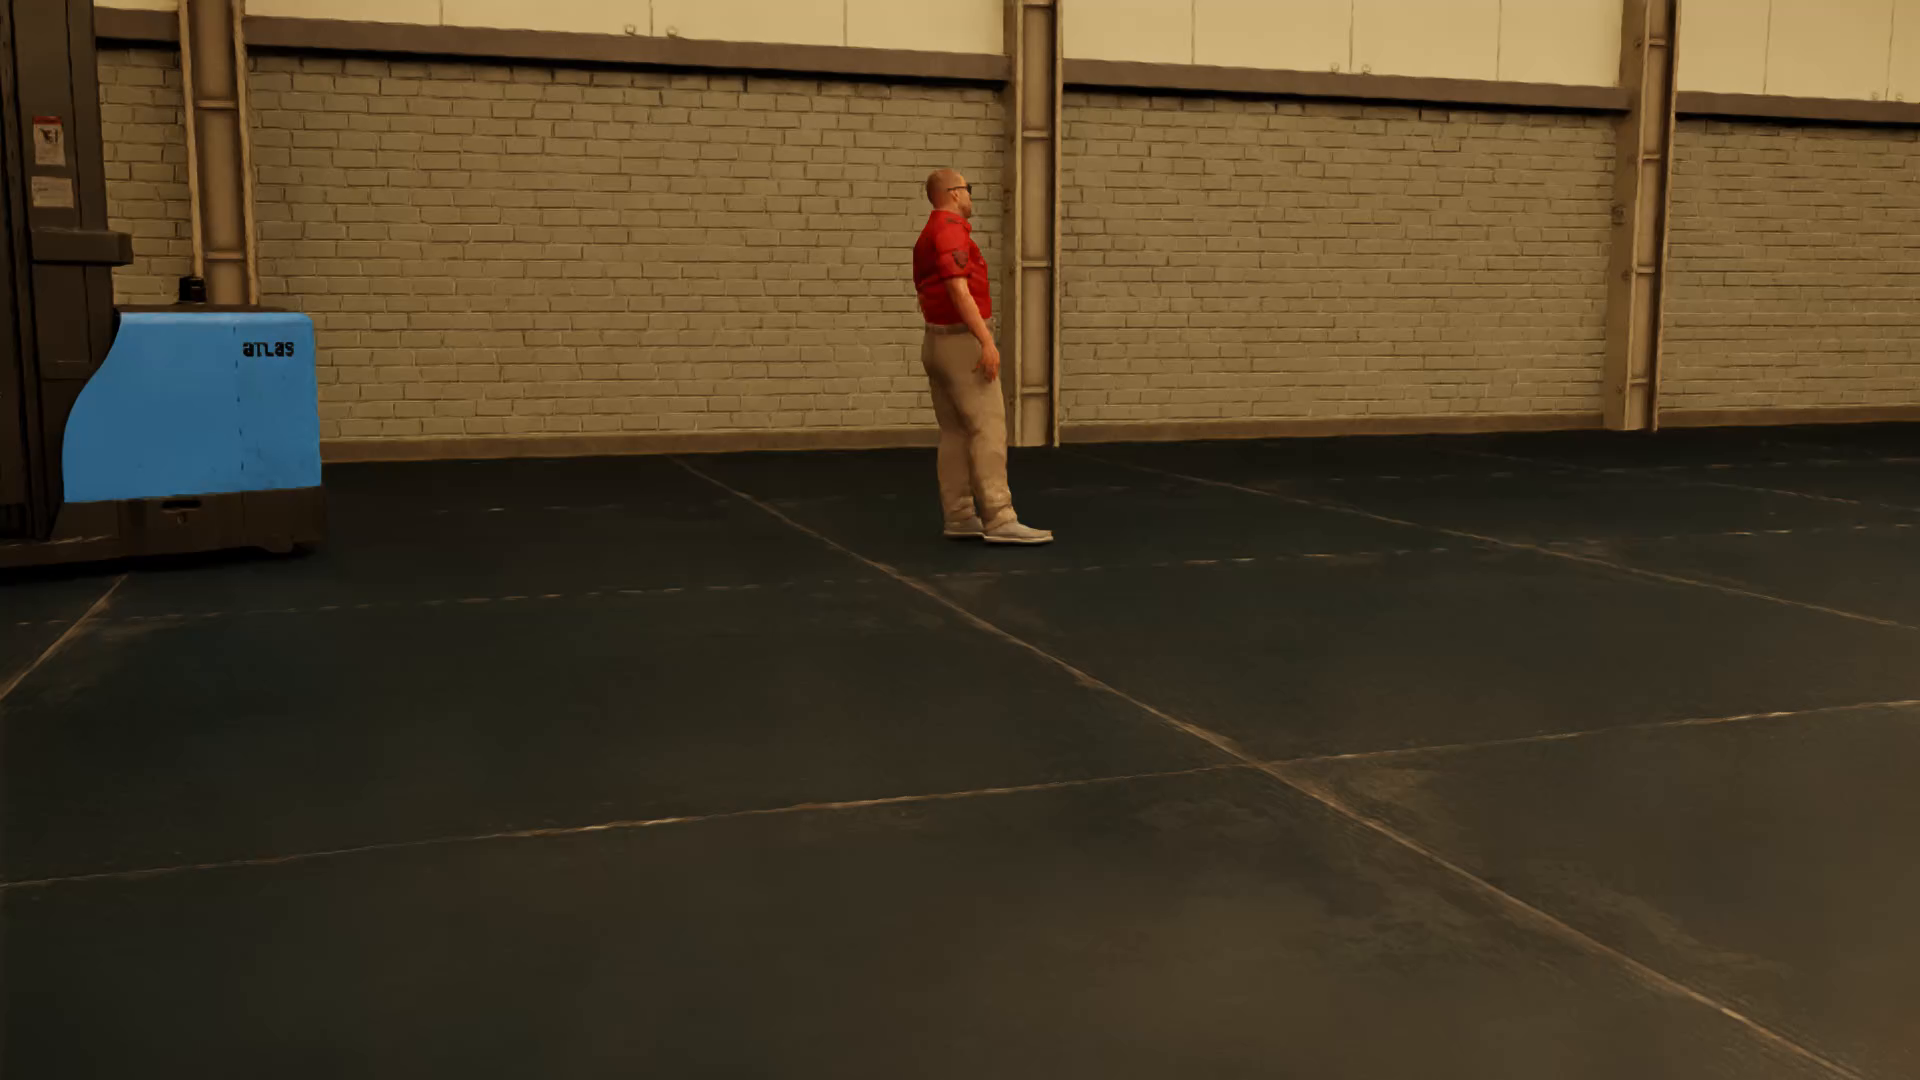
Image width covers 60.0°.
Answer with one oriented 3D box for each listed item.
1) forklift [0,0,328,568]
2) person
[{"bbox_3d":[-4.296,-1.311,6.690,3.031,2.935,1.130,-6,10,-38],"label":"forklift"},{"bbox_3d":[0.089,-0.833,7.828,0.550,1.659,0.640,-3,8,-18],"label":"person"}]
